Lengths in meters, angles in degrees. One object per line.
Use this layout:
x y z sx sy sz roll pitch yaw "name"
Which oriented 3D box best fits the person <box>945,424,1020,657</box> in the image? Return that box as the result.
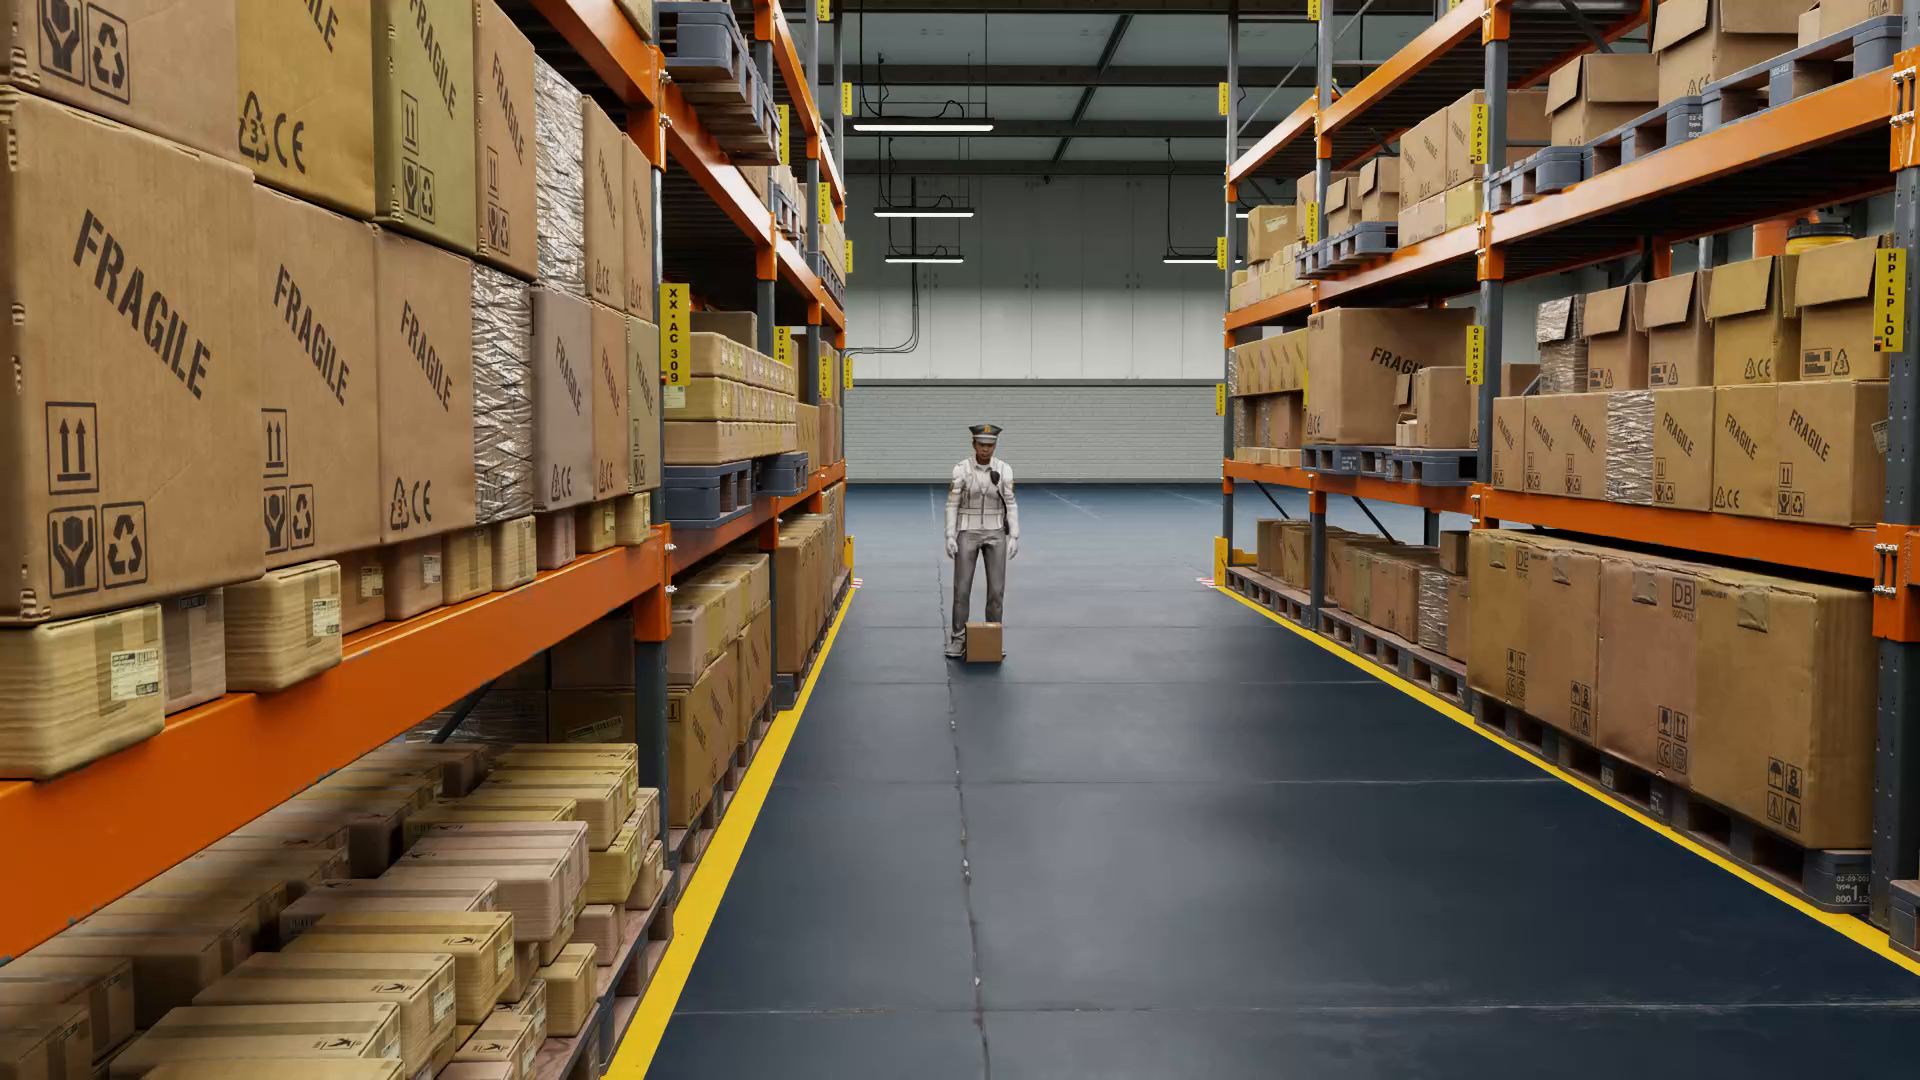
0.159 0.001 11.949 0.540 1.664 0.375 0 4 -3 "person"
